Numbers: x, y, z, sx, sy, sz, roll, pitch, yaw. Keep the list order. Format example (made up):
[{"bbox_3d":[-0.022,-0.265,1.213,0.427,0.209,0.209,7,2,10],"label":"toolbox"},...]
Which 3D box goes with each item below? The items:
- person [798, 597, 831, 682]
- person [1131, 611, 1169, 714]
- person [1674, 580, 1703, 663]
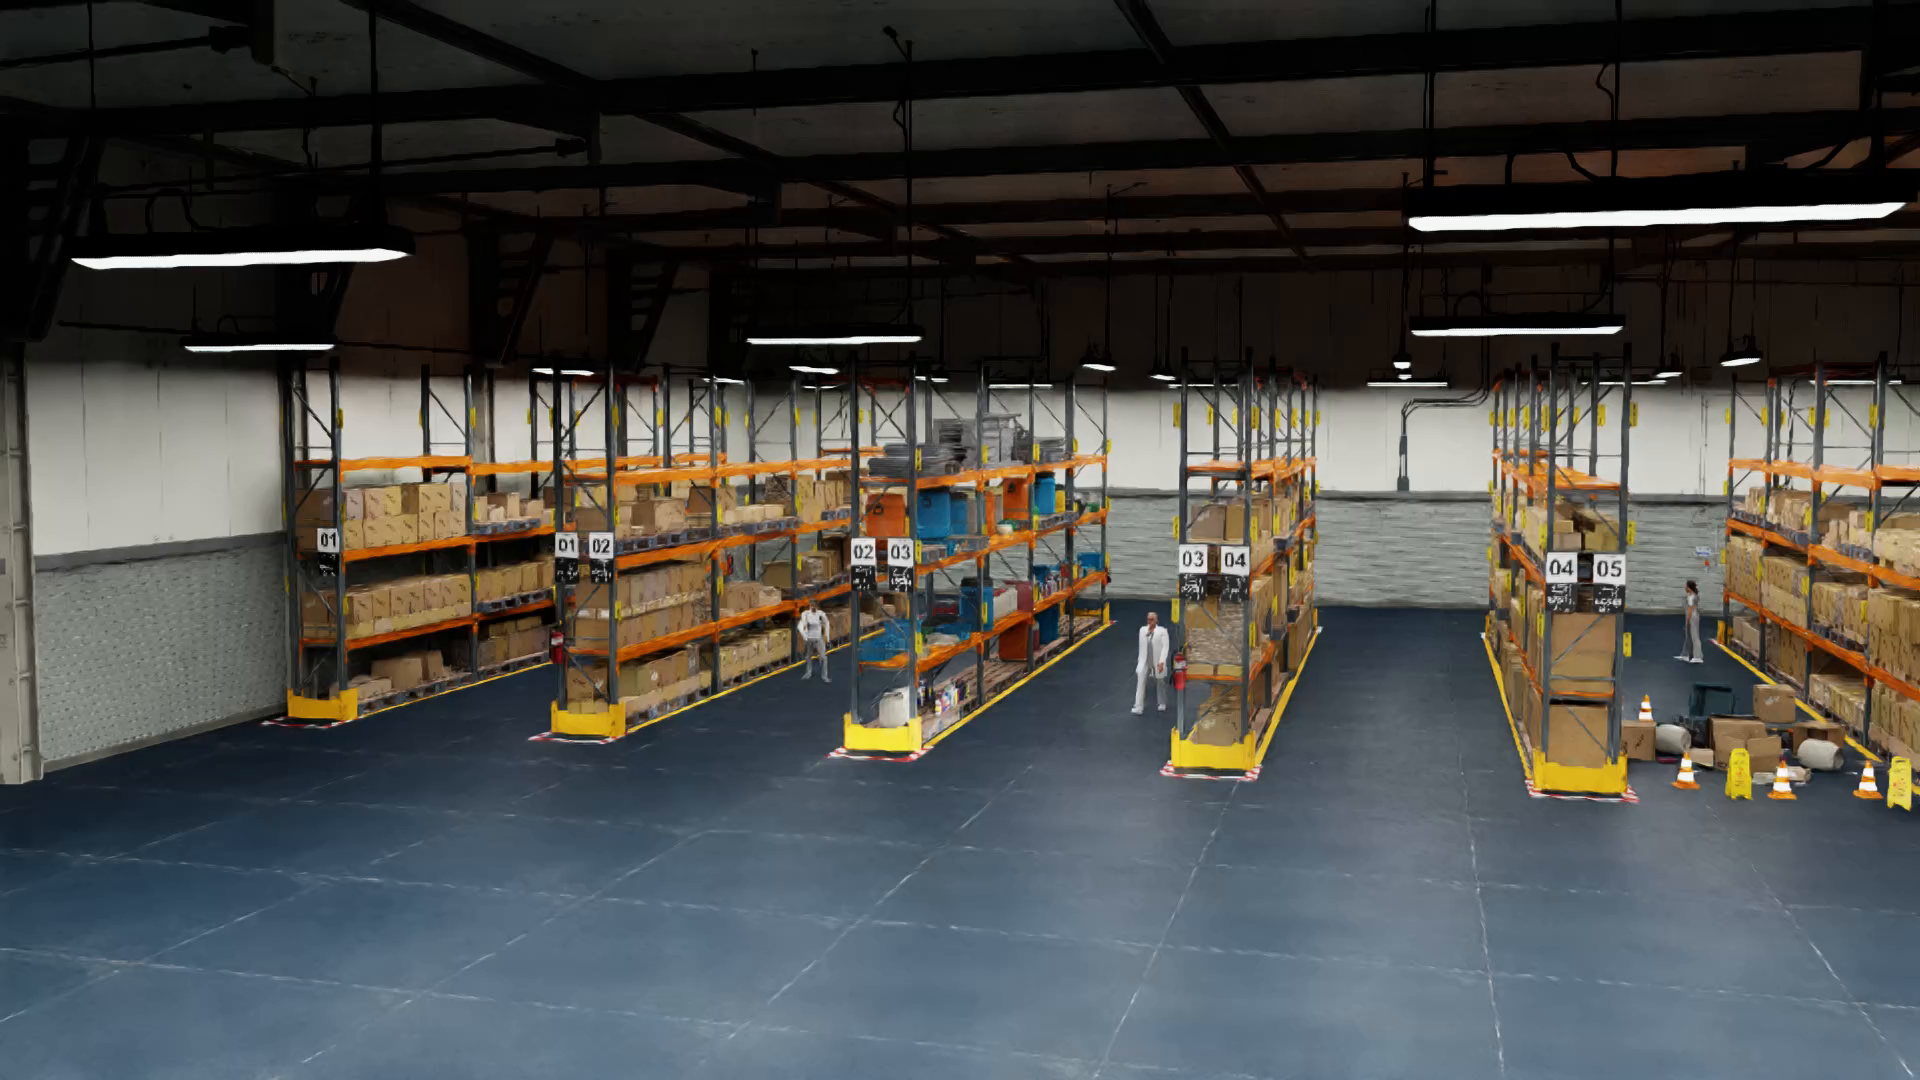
[{"bbox_3d":[-2.759,1.869,31.633,0.639,1.610,0.797,0,4,-1],"label":"person"},{"bbox_3d":[3.249,2.061,28.083,0.599,1.714,1.094,2,5,23],"label":"person"},{"bbox_3d":[14.955,1.650,34.073,0.574,1.665,0.591,2,5,28],"label":"person"}]
